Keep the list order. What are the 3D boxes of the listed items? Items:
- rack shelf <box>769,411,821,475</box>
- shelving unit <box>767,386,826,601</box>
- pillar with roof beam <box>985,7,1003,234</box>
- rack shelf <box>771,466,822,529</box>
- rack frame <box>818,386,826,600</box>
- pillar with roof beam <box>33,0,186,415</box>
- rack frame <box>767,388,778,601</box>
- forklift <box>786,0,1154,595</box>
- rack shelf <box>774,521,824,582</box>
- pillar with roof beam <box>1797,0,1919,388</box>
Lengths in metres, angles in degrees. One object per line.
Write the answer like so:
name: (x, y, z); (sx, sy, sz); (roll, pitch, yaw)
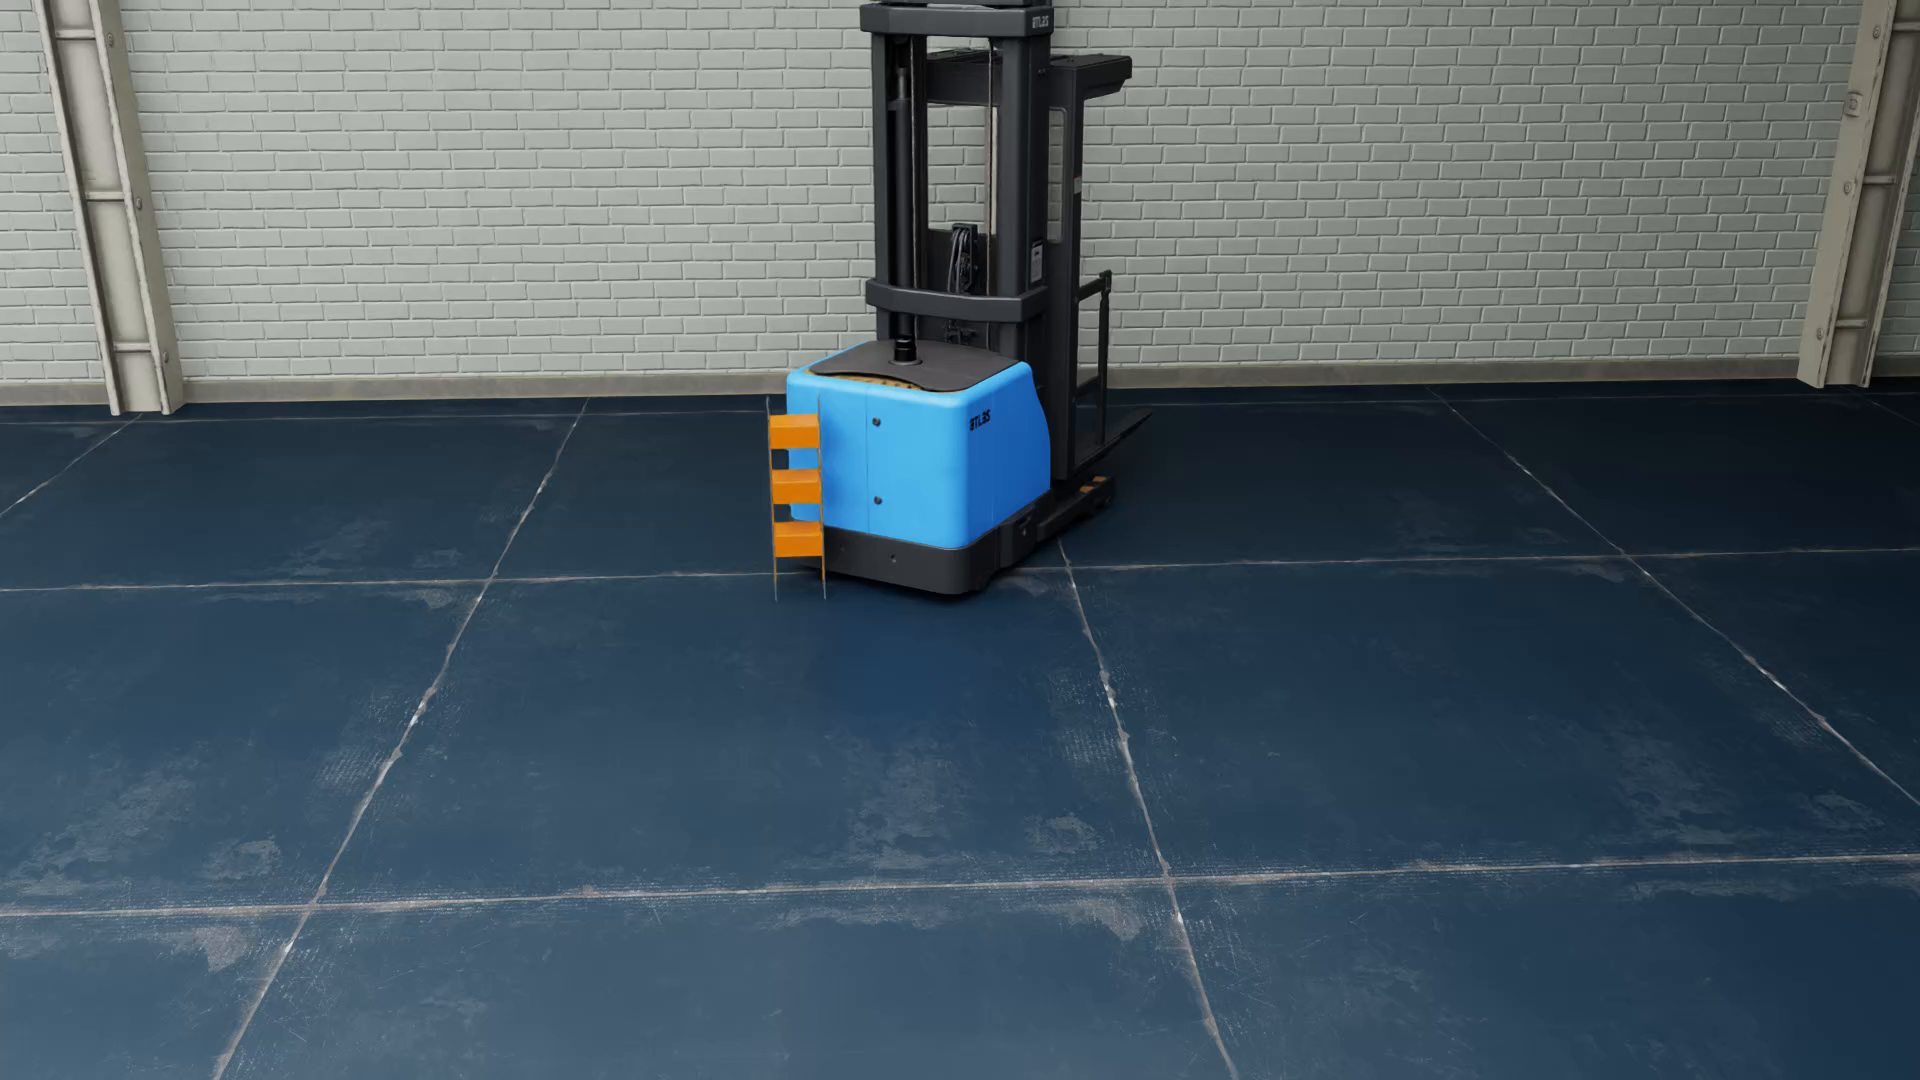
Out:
rack shelf: (-0.806, -0.478, 8.133); (0.240, 0.259, 0.215); (-2, 21, -5)
shelving unit: (-0.806, -0.223, 8.230); (0.252, 1.050, 0.215); (-2, 21, -5)
pillar with roof beam: (0.625, -3.710, 6.217); (0.400, 9.000, 9.100); (-1, 21, -3)
rack shelf: (-0.806, -0.213, 8.234); (0.240, 0.259, 0.215); (-2, 21, -5)
rack frame: (-0.685, -0.226, 8.240); (0.008, 1.050, 0.200); (-2, 21, -5)
pillar with roof beam: (-5.365, -3.588, 5.897); (0.400, 9.000, 9.100); (-1, 21, -3)
rack frame: (-0.928, -0.219, 8.220); (0.008, 1.050, 0.200); (-2, 21, -5)
forklift: (0.246, -1.582, 9.158); (1.130, 2.935, 3.031); (11, 23, 26)
rack shelf: (-0.807, 0.047, 8.333); (0.240, 0.259, 0.215); (-2, 21, -5)
pillar with roof beam: (6.615, -3.831, 6.537); (0.400, 9.000, 9.100); (-1, 21, -3)
